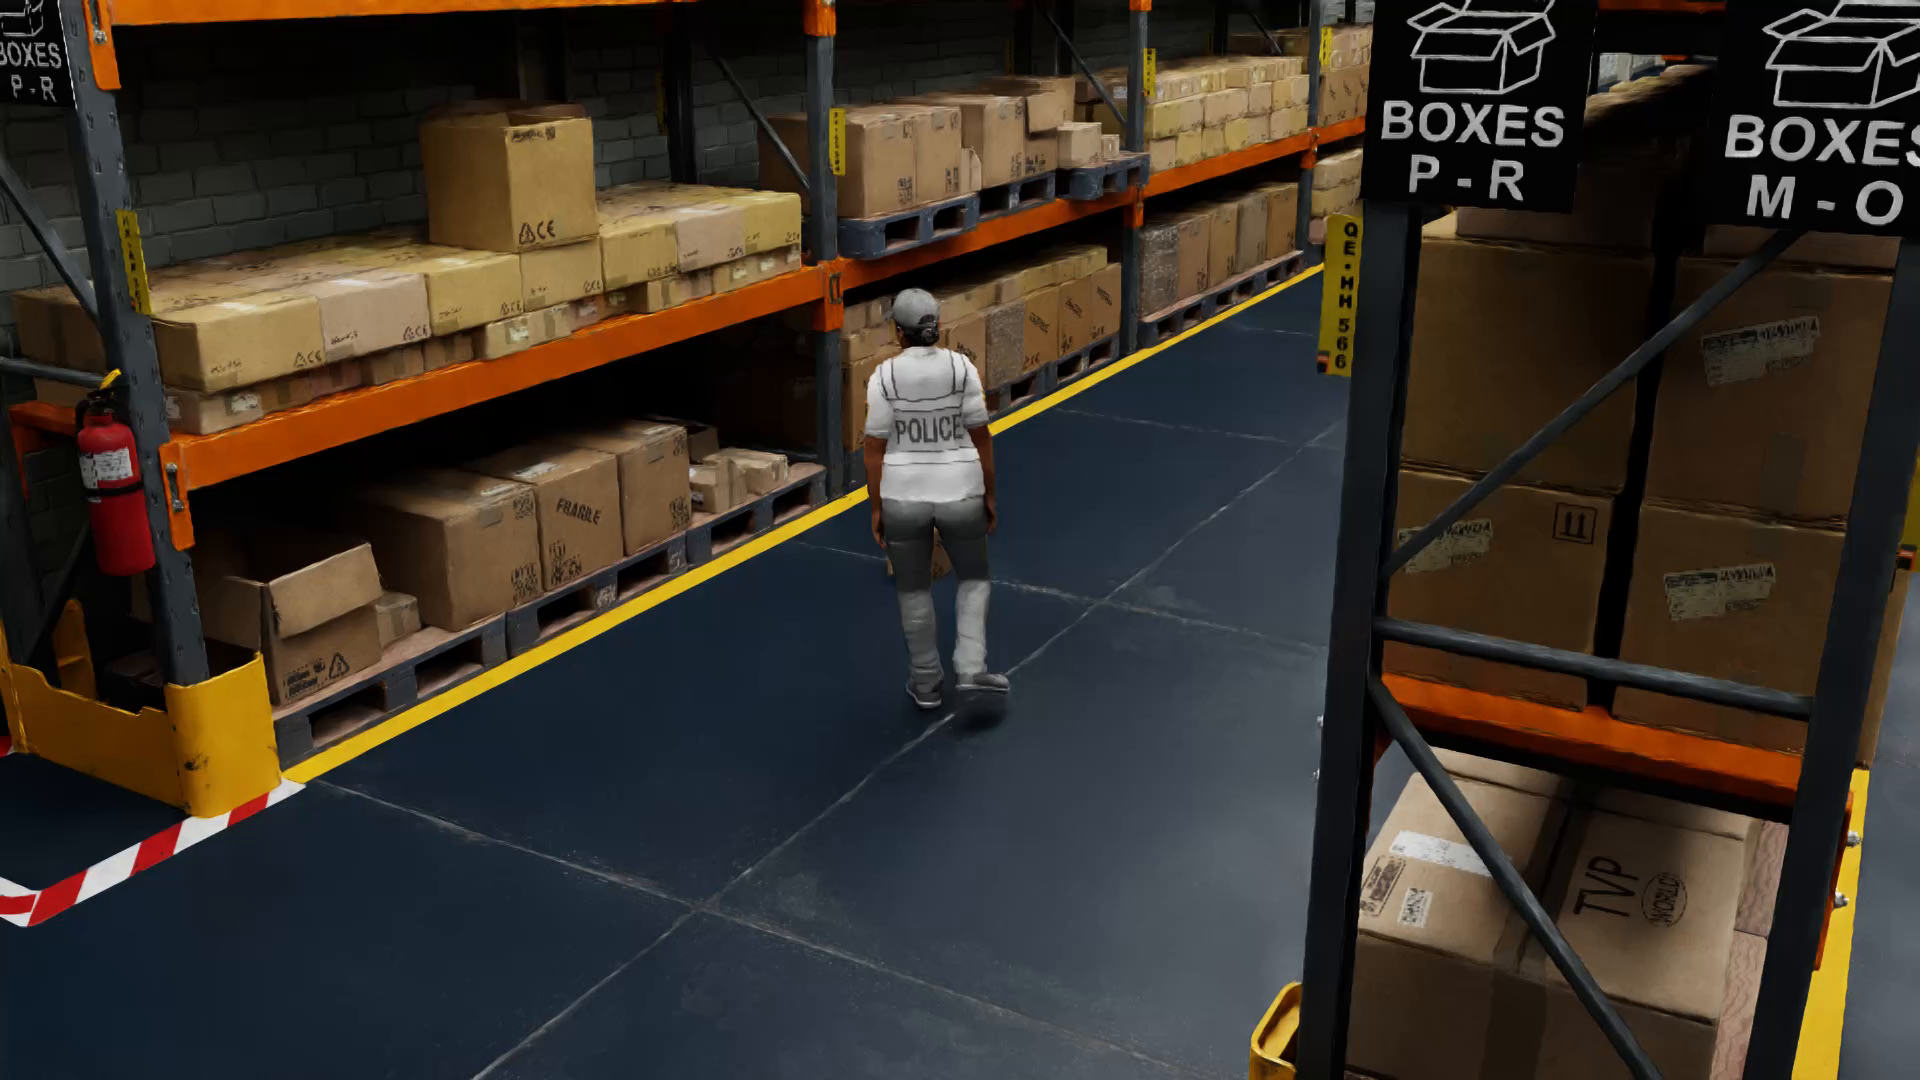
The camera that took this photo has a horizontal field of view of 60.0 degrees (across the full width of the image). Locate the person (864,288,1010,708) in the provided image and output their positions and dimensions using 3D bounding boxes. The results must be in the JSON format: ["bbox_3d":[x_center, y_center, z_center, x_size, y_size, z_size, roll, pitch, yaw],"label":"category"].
[{"bbox_3d":[-0.090,-0.130,6.435,0.556,1.655,0.576,-2,20,-6],"label":"person"}]
